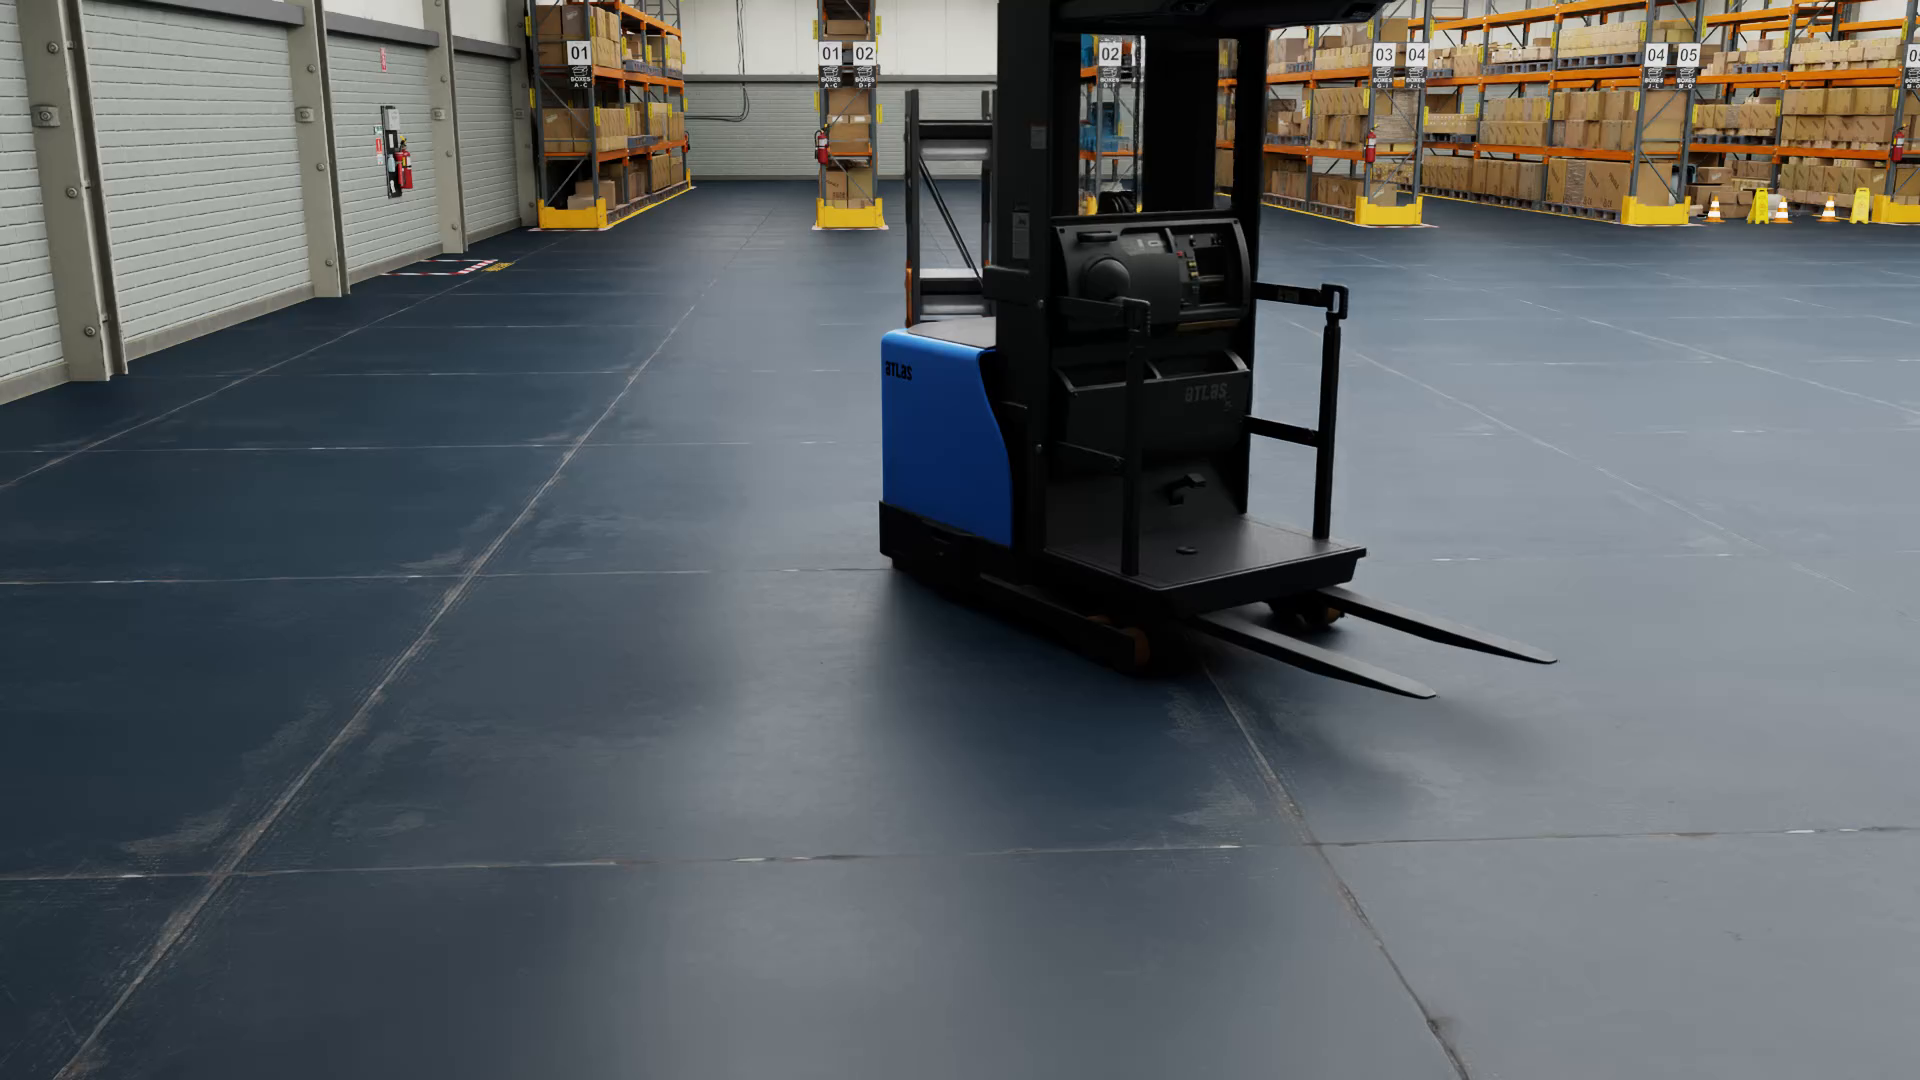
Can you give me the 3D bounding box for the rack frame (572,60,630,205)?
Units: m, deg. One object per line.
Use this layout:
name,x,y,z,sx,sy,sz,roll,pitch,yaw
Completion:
rack frame,-7.179,-8.033,33.226,1.000,3.000,0.127,-1,14,-3

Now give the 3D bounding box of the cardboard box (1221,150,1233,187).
cardboard box,7.217,-9.267,41.446,1.225,0.875,0.875,-1,14,-3

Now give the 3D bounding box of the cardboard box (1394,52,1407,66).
cardboard box,8.129,-8.771,30.378,0.500,0.250,0.500,0,14,-2

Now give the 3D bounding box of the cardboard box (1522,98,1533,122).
cardboard box,12.508,-9.223,35.646,0.700,0.500,0.500,-1,14,-3

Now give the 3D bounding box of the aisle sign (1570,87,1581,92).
aisle sign,17.105,-12.681,46.076,0.394,0.787,0.004,-1,14,-3

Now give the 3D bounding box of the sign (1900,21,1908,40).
sign,17.236,-9.298,30.348,0.100,0.325,0.005,-1,14,-3

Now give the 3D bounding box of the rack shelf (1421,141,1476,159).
rack shelf,12.238,-9.457,40.207,1.077,0.370,4.000,-1,14,-3

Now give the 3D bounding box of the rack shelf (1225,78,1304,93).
rack shelf,7.281,-10.859,39.633,1.077,0.370,4.000,-1,14,-3

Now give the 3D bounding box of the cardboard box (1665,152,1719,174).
cardboard box,17.336,-8.757,39.464,0.875,0.875,0.875,-1,14,-4

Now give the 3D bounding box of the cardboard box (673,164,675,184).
cardboard box,-7.646,-9.328,42.433,0.700,0.500,0.500,-1,14,-4

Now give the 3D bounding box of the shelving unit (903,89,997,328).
shelving unit,-0.040,-1.067,7.959,0.431,2.100,0.503,-1,14,-5

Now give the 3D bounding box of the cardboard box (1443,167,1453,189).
cardboard box,11.982,-8.721,40.076,0.500,0.500,0.500,-2,15,-6

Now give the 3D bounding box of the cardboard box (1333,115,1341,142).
cardboard box,7.736,-7.969,32.181,0.875,0.500,0.500,-1,14,-3

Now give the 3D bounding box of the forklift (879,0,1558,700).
forklift,0.880,-1.067,6.293,1.130,2.935,3.031,-10,17,-33

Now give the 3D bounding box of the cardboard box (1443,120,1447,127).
cardboard box,11.794,-9.971,39.823,0.380,0.149,0.250,-1,14,-2

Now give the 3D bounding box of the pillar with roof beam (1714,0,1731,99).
pillar with roof beam,18.190,-15.000,48.267,9.100,9.000,0.400,-1,14,-3

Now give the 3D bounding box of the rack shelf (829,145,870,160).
rack shelf,-2.359,-8.259,35.550,1.077,0.370,4.000,-1,14,-3

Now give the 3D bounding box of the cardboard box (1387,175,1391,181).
cardboard box,11.645,-9.669,44.466,0.380,0.149,0.250,-2,15,-6

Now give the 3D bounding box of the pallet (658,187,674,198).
pallet,-7.551,-8.481,40.565,1.003,0.211,1.213,-1,14,-3

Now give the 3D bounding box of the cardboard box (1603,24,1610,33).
cardboard box,12.419,-9.682,31.479,0.380,0.149,0.250,-1,14,-4

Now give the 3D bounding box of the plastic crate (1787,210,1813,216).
plastic crate,16.822,-6.598,33.509,0.402,0.080,0.583,-6,16,-23

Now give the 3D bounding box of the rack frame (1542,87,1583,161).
rack frame,16.800,-11.399,46.312,1.000,3.000,0.127,-1,14,-3

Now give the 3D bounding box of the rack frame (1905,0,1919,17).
rack frame,22.250,-12.393,38.133,1.000,3.000,0.127,-1,14,-3

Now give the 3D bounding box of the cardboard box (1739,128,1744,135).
cardboard box,17.187,-8.874,36.159,0.380,0.149,0.250,-1,14,-3

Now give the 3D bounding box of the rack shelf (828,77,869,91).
rack shelf,-2.359,-9.712,35.176,1.077,0.370,4.000,-1,14,-3

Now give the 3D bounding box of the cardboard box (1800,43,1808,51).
cardboard box,17.283,-9.985,33.697,0.380,0.149,0.250,0,14,-2

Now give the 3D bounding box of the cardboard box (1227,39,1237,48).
cardboard box,7.105,-12.602,42.216,0.500,0.250,0.500,-2,15,-7

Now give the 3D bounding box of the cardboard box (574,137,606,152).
cardboard box,-6.644,-7.101,29.867,0.500,0.250,0.500,-1,14,-5

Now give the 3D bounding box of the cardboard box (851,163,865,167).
cardboard box,-2.852,-9.571,43.332,0.797,0.503,0.637,-1,14,-3

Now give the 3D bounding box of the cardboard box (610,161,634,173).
cardboard box,-7.357,-8.072,36.008,0.500,0.250,0.500,-1,14,-2

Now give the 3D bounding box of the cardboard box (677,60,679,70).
cardboard box,-7.579,-12.341,43.211,0.500,0.250,0.500,-1,14,-6

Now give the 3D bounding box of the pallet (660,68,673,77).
pallet,-7.715,-11.636,41.388,1.003,0.211,1.213,-1,14,-3

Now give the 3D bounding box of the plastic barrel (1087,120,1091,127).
plastic barrel,2.869,-8.493,34.742,0.433,0.535,0.433,0,14,0

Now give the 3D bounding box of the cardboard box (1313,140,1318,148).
cardboard box,7.368,-8.020,33.681,0.380,0.149,0.250,-1,14,-3

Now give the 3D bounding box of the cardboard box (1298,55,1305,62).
cardboard box,7.437,-10.270,35.527,0.380,0.166,0.250,-1,14,-5

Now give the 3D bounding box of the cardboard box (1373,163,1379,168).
cardboard box,11.559,-10.273,45.619,0.380,0.149,0.250,-2,15,-6

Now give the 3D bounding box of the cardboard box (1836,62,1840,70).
cardboard box,17.413,-9.281,32.561,0.380,0.149,0.250,-1,14,-3

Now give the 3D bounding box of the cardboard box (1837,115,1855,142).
cardboard box,17.429,-7.993,32.273,0.500,0.500,0.500,-1,14,-4

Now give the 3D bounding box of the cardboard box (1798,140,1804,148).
cardboard box,17.357,-8.082,33.924,0.380,0.149,0.250,-1,14,-4

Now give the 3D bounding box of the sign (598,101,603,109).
sign,-7.980,-9.579,36.912,0.100,0.325,0.005,-1,14,-3

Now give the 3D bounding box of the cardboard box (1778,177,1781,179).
cardboard box,21.674,-9.439,43.570,0.380,0.149,0.250,-1,14,-5

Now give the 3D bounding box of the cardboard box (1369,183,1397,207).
cardboard box,7.878,-6.416,31.115,0.500,0.500,0.500,2,15,7

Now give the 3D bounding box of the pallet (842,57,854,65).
pallet,-2.084,-9.005,31.165,1.003,0.211,1.213,-1,14,-3

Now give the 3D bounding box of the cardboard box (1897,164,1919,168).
cardboard box,22.275,-8.385,38.520,0.875,0.625,0.625,0,14,-2

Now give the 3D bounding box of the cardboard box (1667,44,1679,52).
cardboard box,13.156,-8.992,30.395,0.380,0.149,0.250,-1,14,-3

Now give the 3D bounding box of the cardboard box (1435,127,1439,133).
cardboard box,11.765,-9.955,40.359,0.380,0.149,0.250,-1,14,-4

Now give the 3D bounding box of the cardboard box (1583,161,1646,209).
cardboard box,12.693,-6.879,32.166,0.875,0.875,0.875,-1,14,-4

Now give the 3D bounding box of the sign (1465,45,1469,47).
sign,12.667,-12.206,41.600,0.100,0.325,0.005,-1,14,-3

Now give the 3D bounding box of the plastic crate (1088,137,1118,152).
plastic crate,2.627,-7.239,30.439,0.499,0.251,0.616,-1,14,-3

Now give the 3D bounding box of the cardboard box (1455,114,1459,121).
cardboard box,11.844,-9.921,39.031,0.380,0.149,0.250,0,14,-2

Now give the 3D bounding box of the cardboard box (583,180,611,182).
cardboard box,-7.075,-6.778,32.482,0.500,0.500,0.500,-2,15,-8

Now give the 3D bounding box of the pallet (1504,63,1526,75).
pallet,12.527,-10.232,36.134,1.003,0.211,1.213,0,14,-1

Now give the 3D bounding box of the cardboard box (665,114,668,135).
cardboard box,-7.394,-10.113,40.476,0.500,0.500,0.500,-1,14,-4

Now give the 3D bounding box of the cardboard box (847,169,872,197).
cardboard box,-1.875,-6.735,31.355,0.500,0.500,0.500,-1,14,-3

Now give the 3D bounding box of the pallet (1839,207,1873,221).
pallet,17.772,-6.291,32.054,1.003,0.211,1.213,-1,14,-3

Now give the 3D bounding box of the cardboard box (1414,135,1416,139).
cardboard box,11.738,-10.311,42.586,0.380,0.149,0.250,-1,14,-5

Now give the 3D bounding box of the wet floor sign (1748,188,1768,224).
wet floor sign,14.835,-6.202,30.836,0.267,0.644,0.232,-3,15,-13

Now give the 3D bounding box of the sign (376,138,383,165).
sign,-7.420,-4.969,21.249,0.001,0.329,0.234,-1,14,-3
